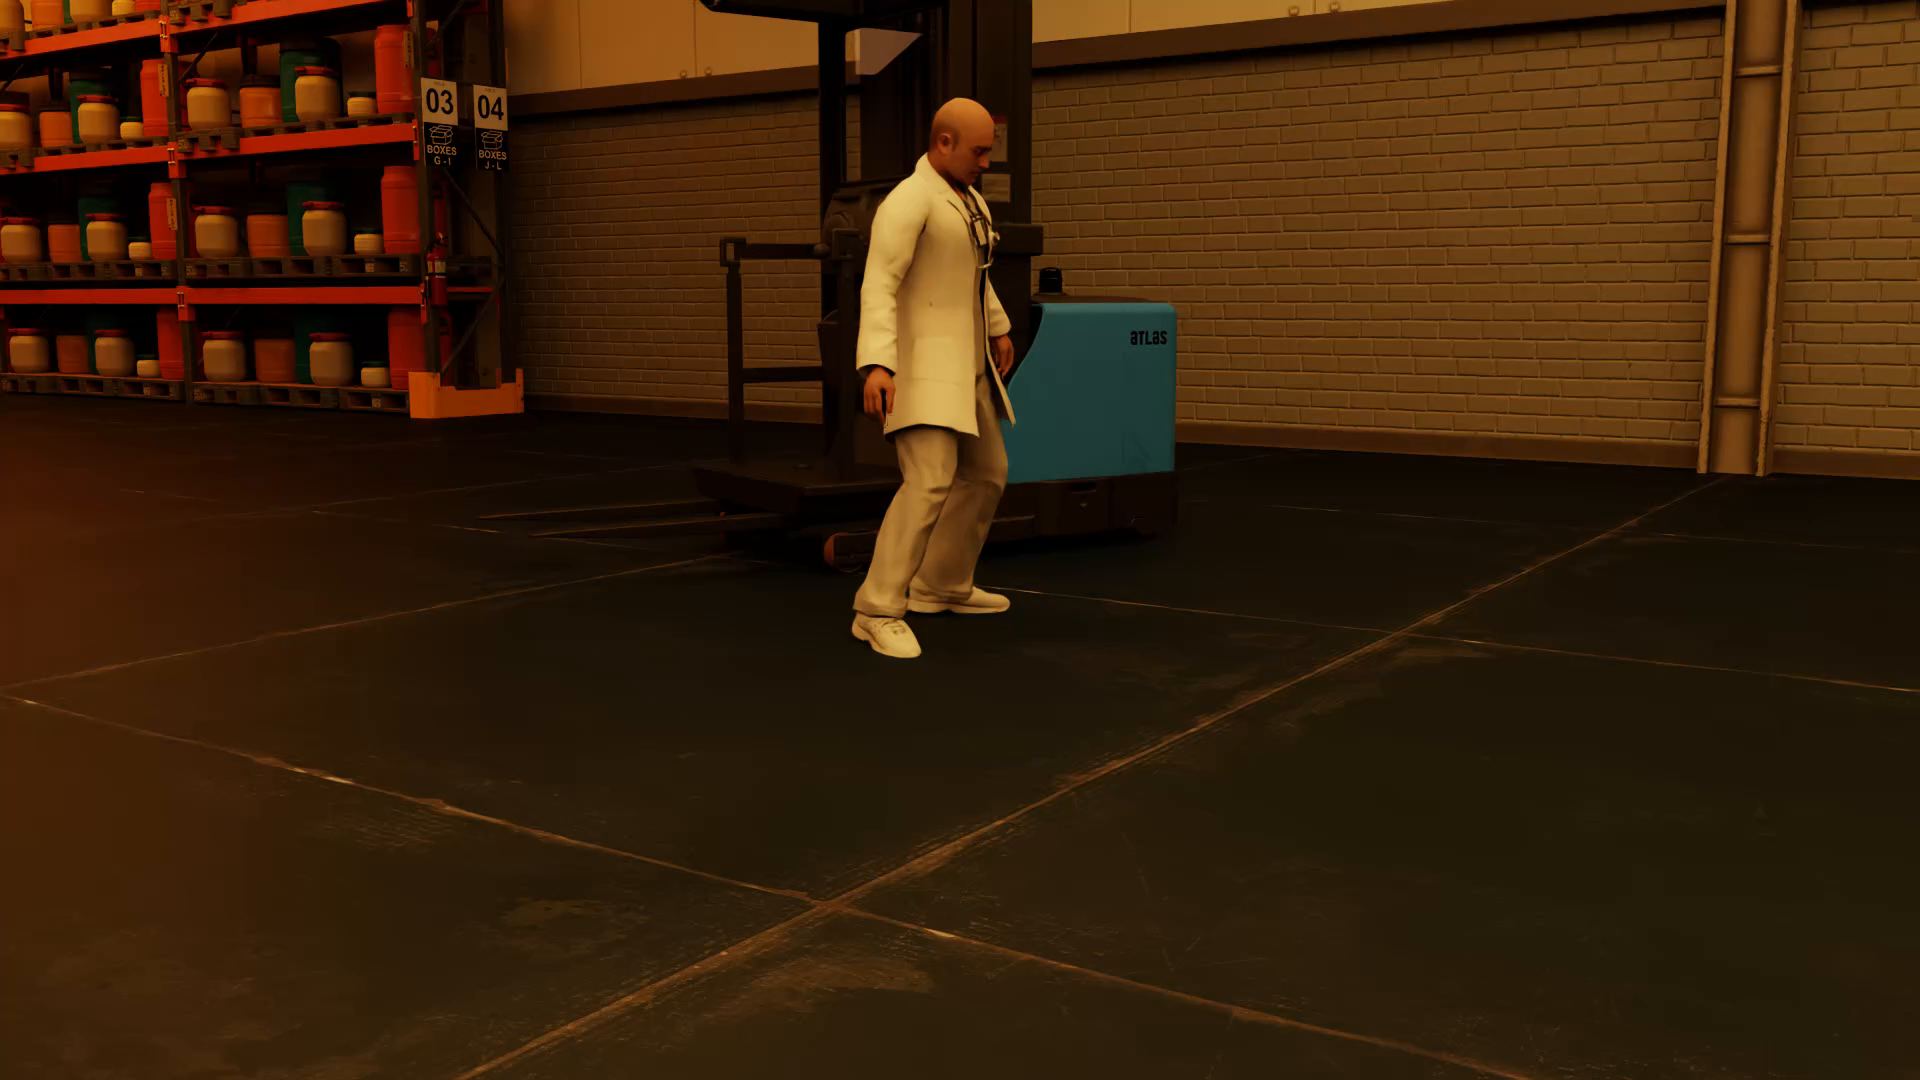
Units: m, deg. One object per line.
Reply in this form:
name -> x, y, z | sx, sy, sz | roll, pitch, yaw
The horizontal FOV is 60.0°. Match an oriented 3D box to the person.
person -> -0.066, -0.542, 5.443 | 0.409, 1.735, 0.985 | 3, 9, 20

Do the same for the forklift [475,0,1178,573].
forklift -> -0.507, -1.403, 7.061 | 3.031, 2.935, 1.130 | -5, 10, -33
